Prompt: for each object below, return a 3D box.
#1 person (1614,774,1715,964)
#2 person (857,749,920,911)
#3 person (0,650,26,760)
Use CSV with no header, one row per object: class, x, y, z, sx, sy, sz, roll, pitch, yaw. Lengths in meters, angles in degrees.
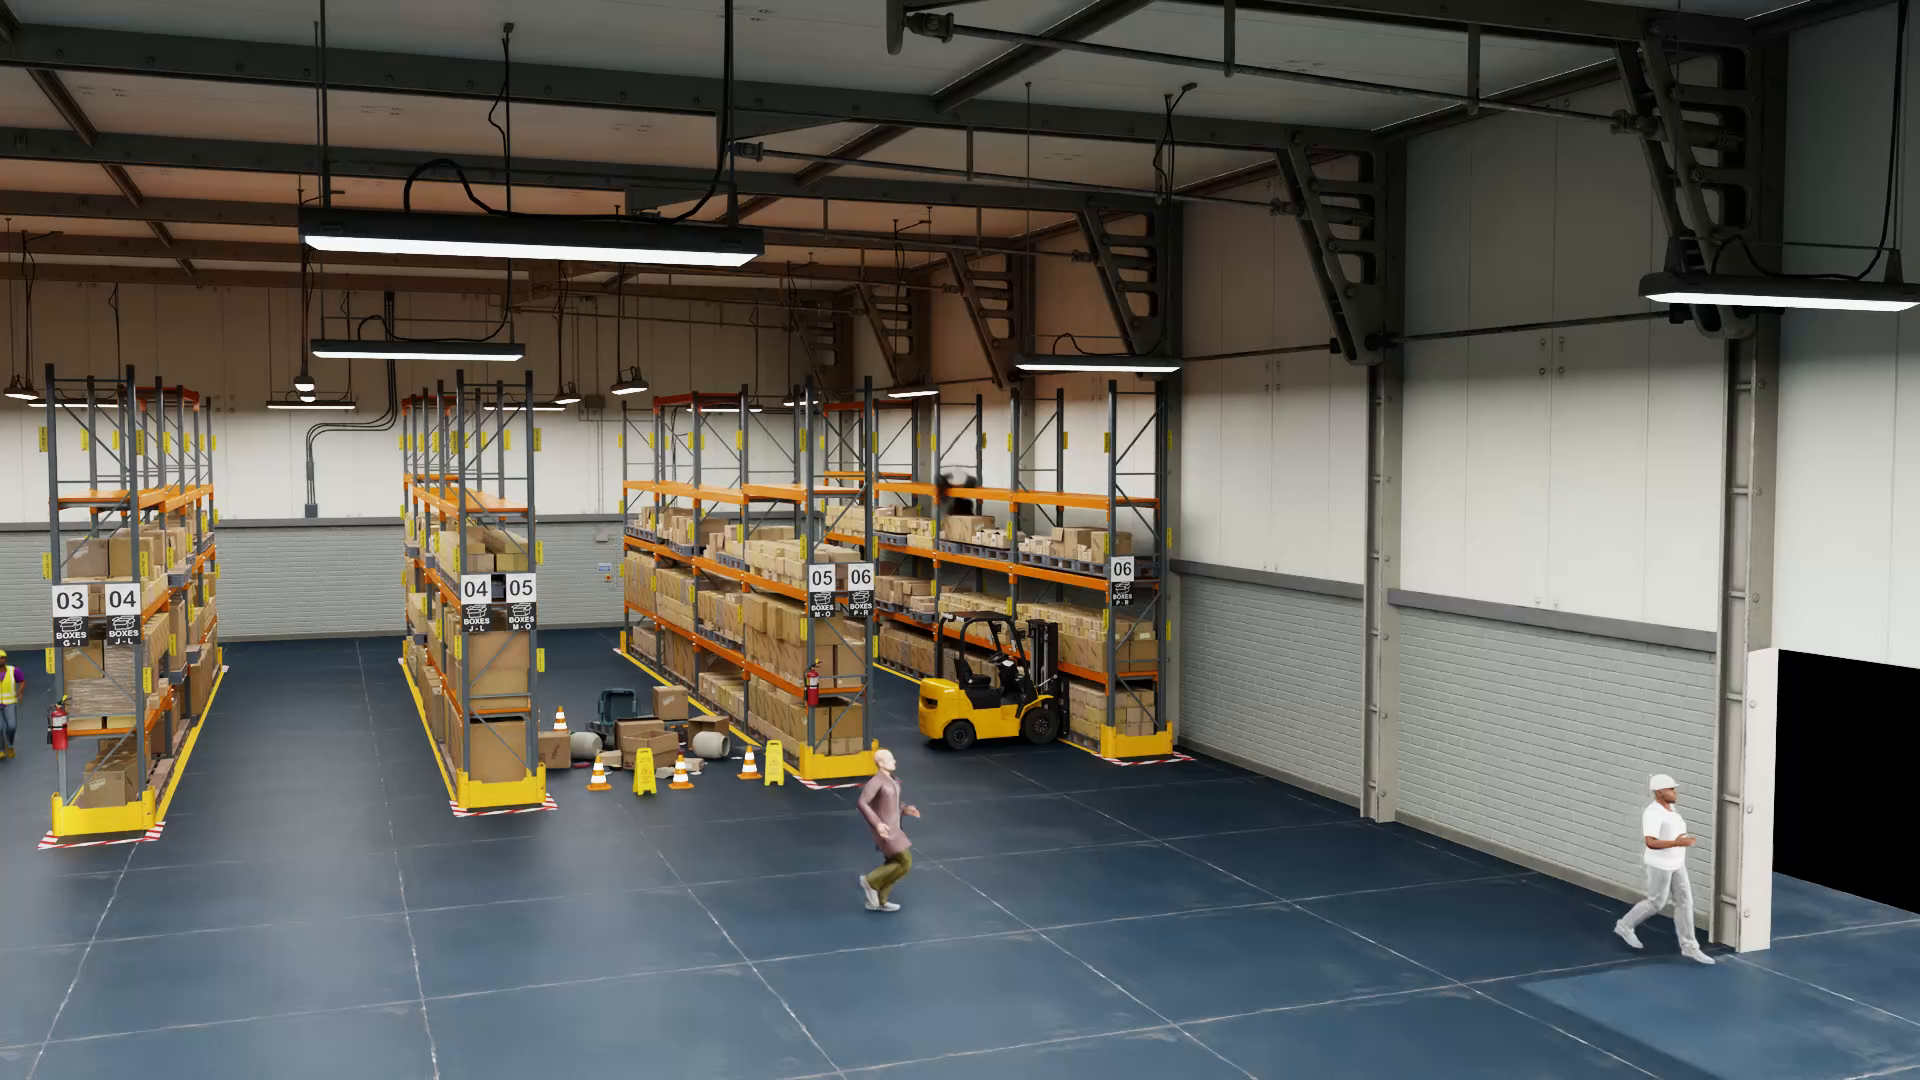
person,6.814,3.143,16.059,0.698,1.765,0.920,-3,5,-43
person,-0.740,3.137,17.705,0.623,1.651,0.701,1,3,10
person,-15.050,2.599,26.142,0.680,1.750,0.626,-2,4,-33
